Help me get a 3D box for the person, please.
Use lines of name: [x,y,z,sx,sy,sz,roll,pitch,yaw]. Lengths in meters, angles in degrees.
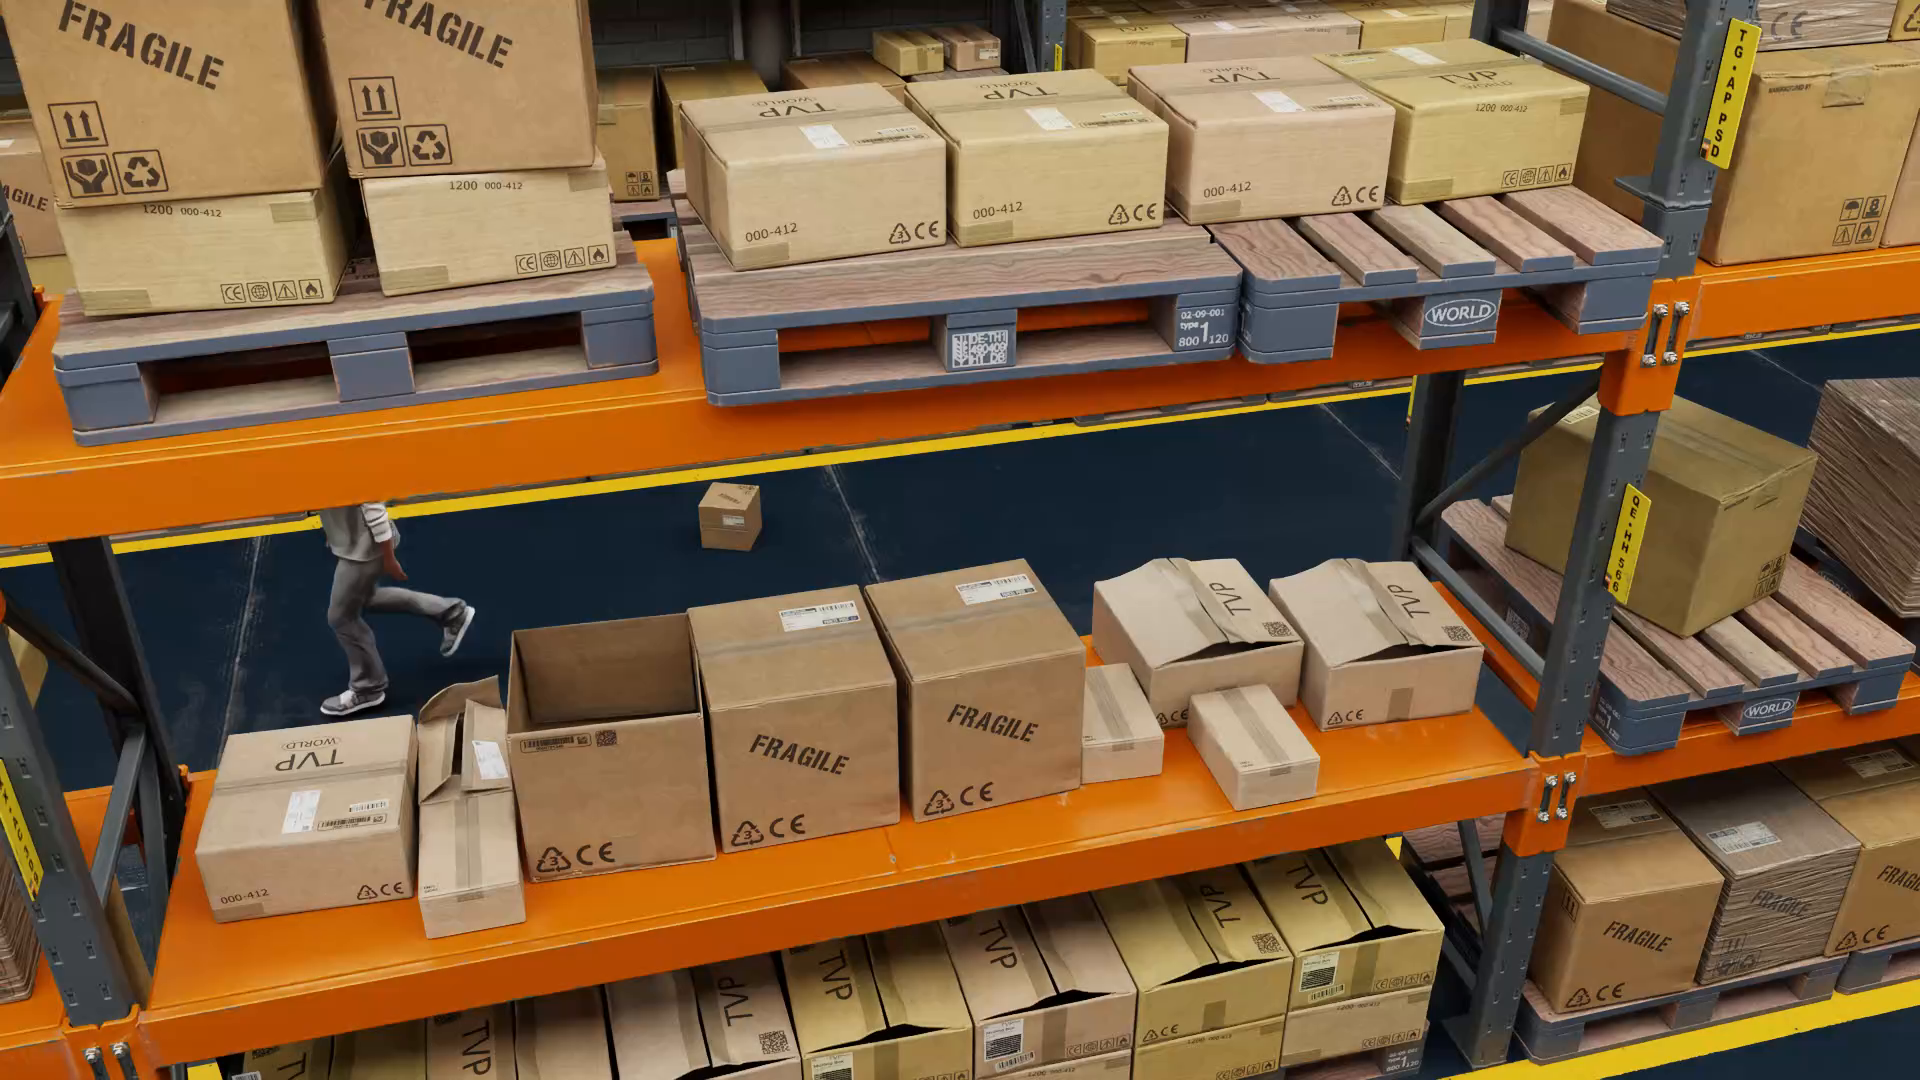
person: [-2.463,0.003,7.004,0.729,1.557,0.439,-15,34,-23]
